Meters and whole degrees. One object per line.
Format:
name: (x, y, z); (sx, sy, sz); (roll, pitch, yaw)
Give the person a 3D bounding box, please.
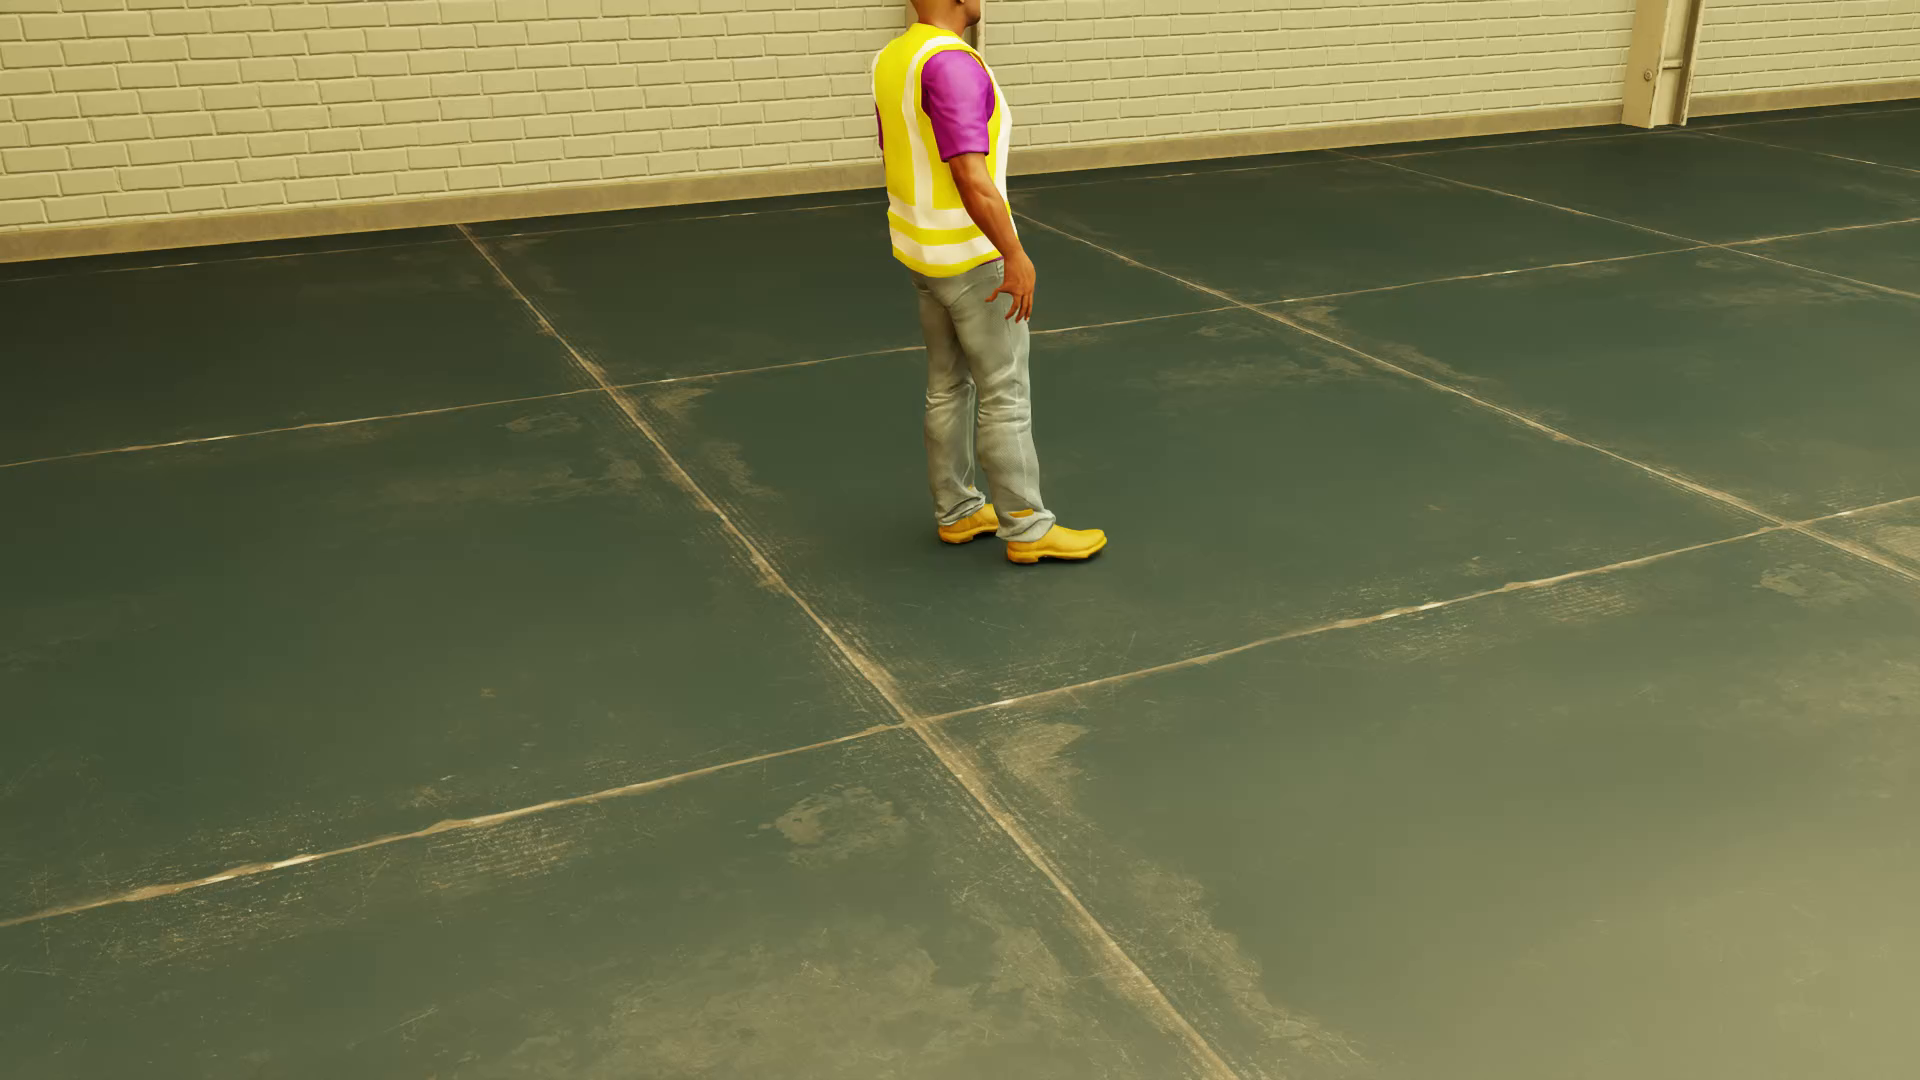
person: (0.066, -0.832, 4.788); (0.575, 1.768, 0.665); (-10, 25, -23)
